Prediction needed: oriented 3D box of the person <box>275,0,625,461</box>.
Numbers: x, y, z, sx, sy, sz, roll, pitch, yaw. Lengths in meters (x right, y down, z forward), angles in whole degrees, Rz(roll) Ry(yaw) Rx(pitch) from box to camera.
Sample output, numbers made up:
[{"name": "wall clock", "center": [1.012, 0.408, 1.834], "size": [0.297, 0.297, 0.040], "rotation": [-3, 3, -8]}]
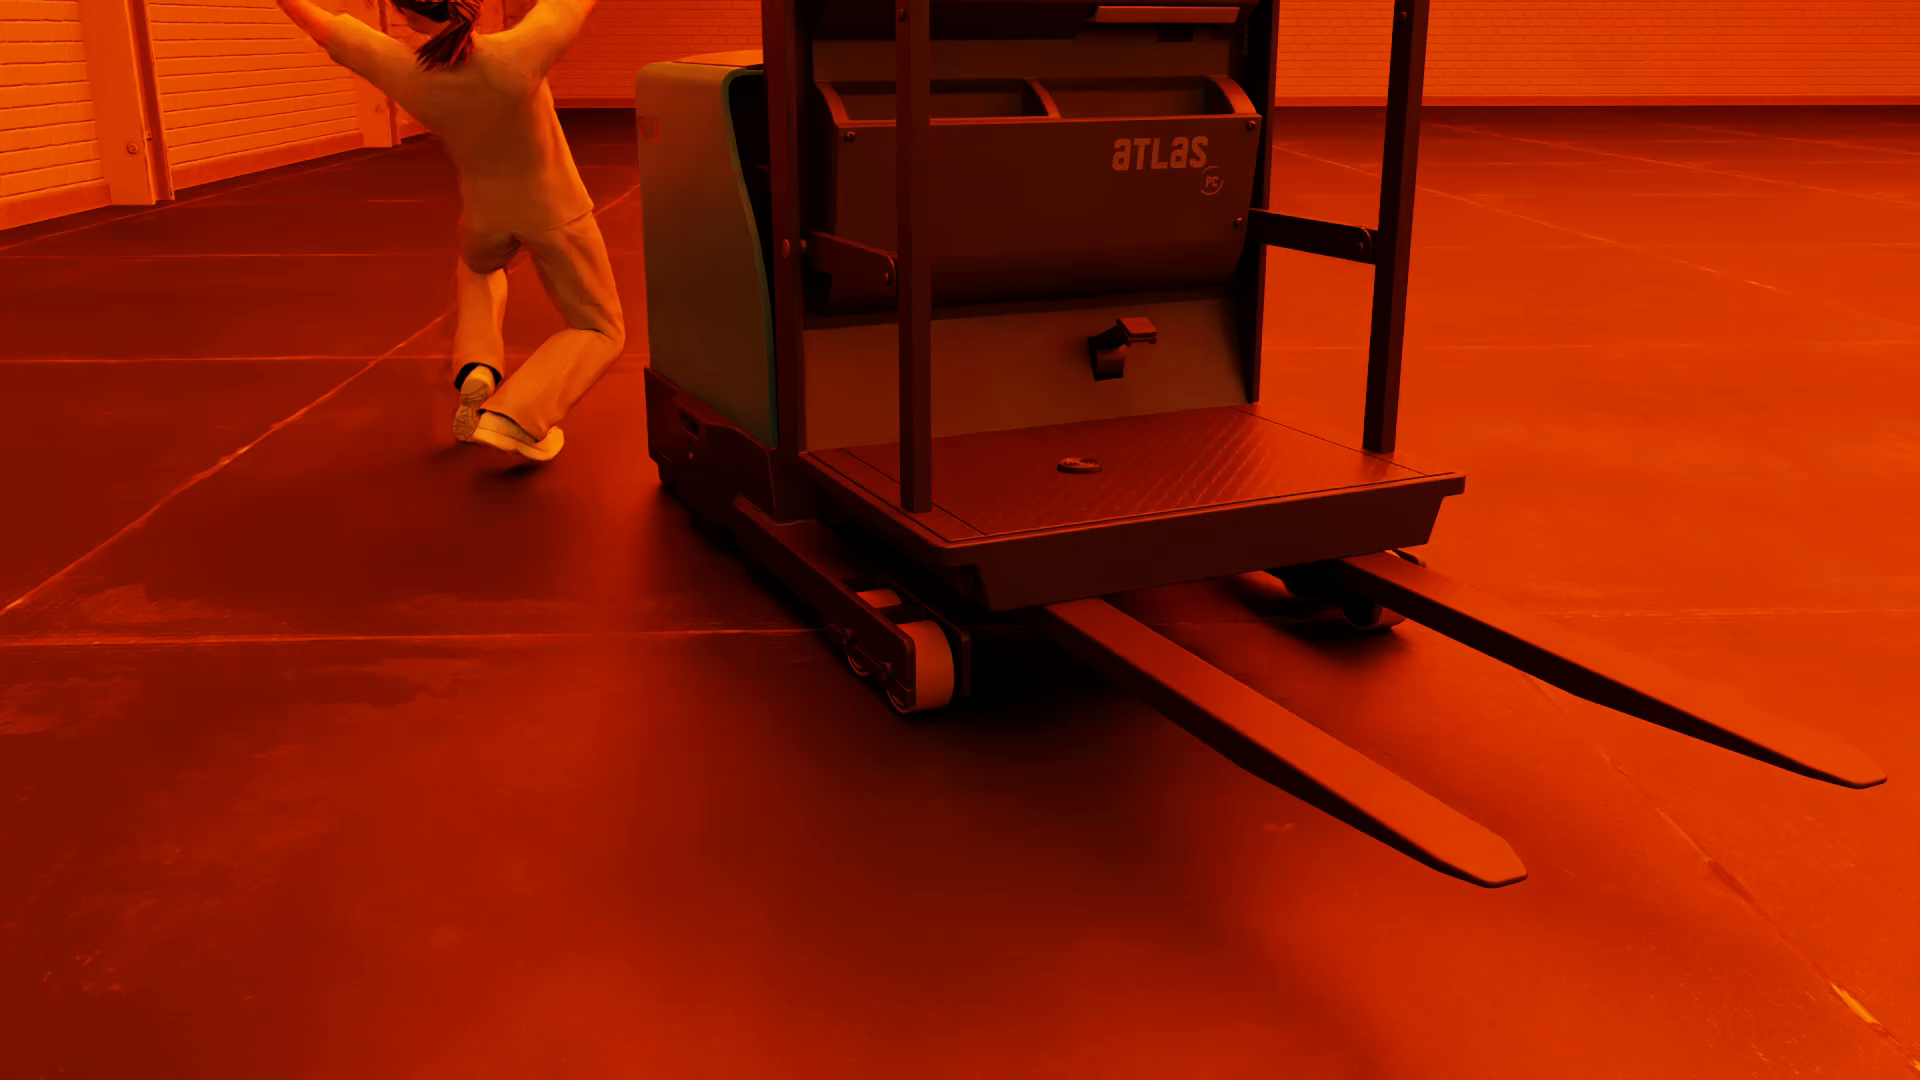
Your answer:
[{"name": "person", "center": [-1.405, -0.993, 4.525], "size": [0.951, 1.566, 0.781], "rotation": [3, 17, 10]}]

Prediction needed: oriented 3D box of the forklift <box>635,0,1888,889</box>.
[{"name": "forklift", "center": [0.258, -1.240, 2.962], "size": [1.130, 2.935, 3.031], "rotation": [-8, 19, -24]}]
